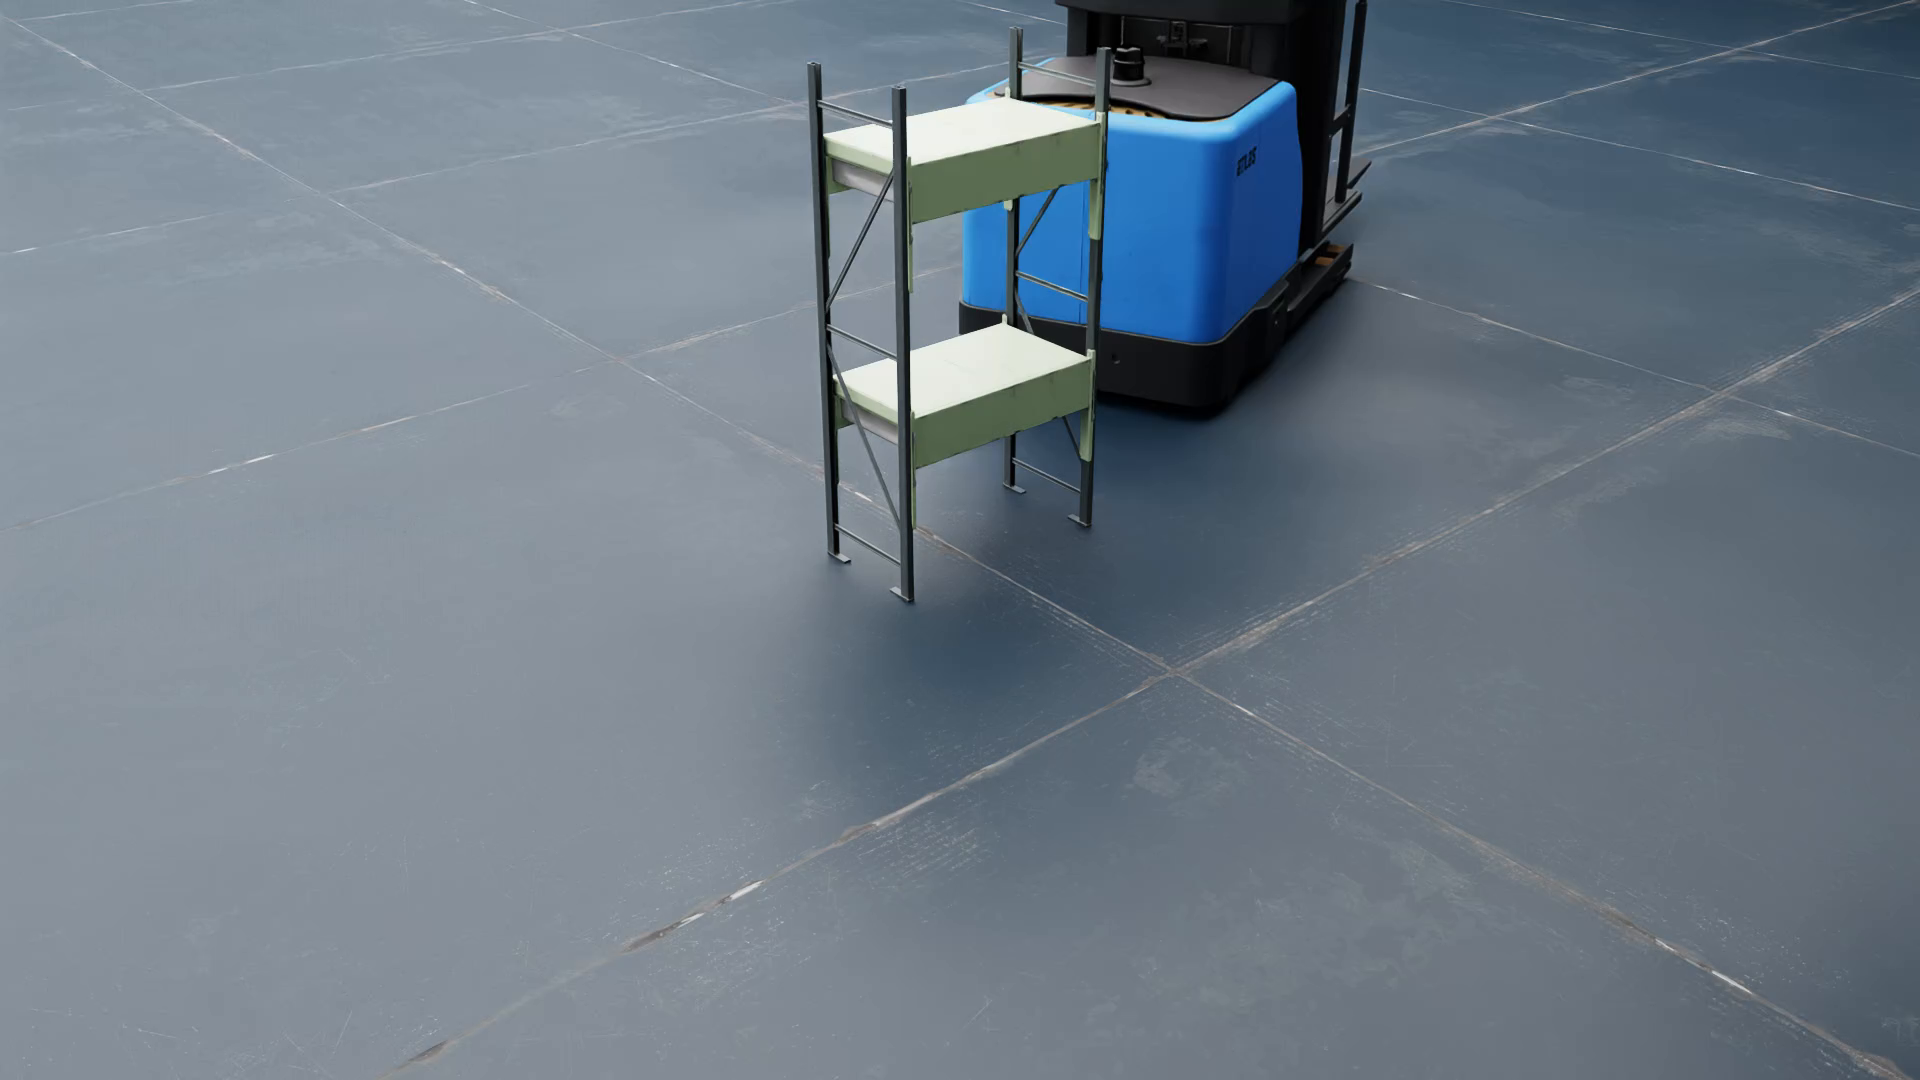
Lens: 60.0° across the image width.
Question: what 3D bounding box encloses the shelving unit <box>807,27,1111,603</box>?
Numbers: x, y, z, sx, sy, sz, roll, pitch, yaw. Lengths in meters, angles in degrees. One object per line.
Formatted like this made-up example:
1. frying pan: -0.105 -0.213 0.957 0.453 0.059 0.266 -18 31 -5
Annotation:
1. shelving unit: 0.005 -0.664 4.900 0.755 1.500 0.431 -22 35 -35

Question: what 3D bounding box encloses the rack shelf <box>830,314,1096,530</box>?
1. rack shelf: 0.005 -0.376 5.054 0.720 0.370 0.431 -22 35 -35

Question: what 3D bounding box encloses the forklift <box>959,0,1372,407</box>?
1. forklift: 1.097 -2.441 6.708 1.130 2.935 3.031 13 31 23

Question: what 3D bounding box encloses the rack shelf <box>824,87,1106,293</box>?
1. rack shelf: 0.005 -1.008 4.716 0.720 0.370 0.431 -22 35 -35

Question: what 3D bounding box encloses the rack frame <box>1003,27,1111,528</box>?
1. rack frame: 0.284 -0.775 5.110 0.023 1.500 0.400 -22 35 -35

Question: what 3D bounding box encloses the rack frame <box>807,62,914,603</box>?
1. rack frame: -0.273 -0.552 4.691 0.023 1.500 0.400 -22 35 -35
